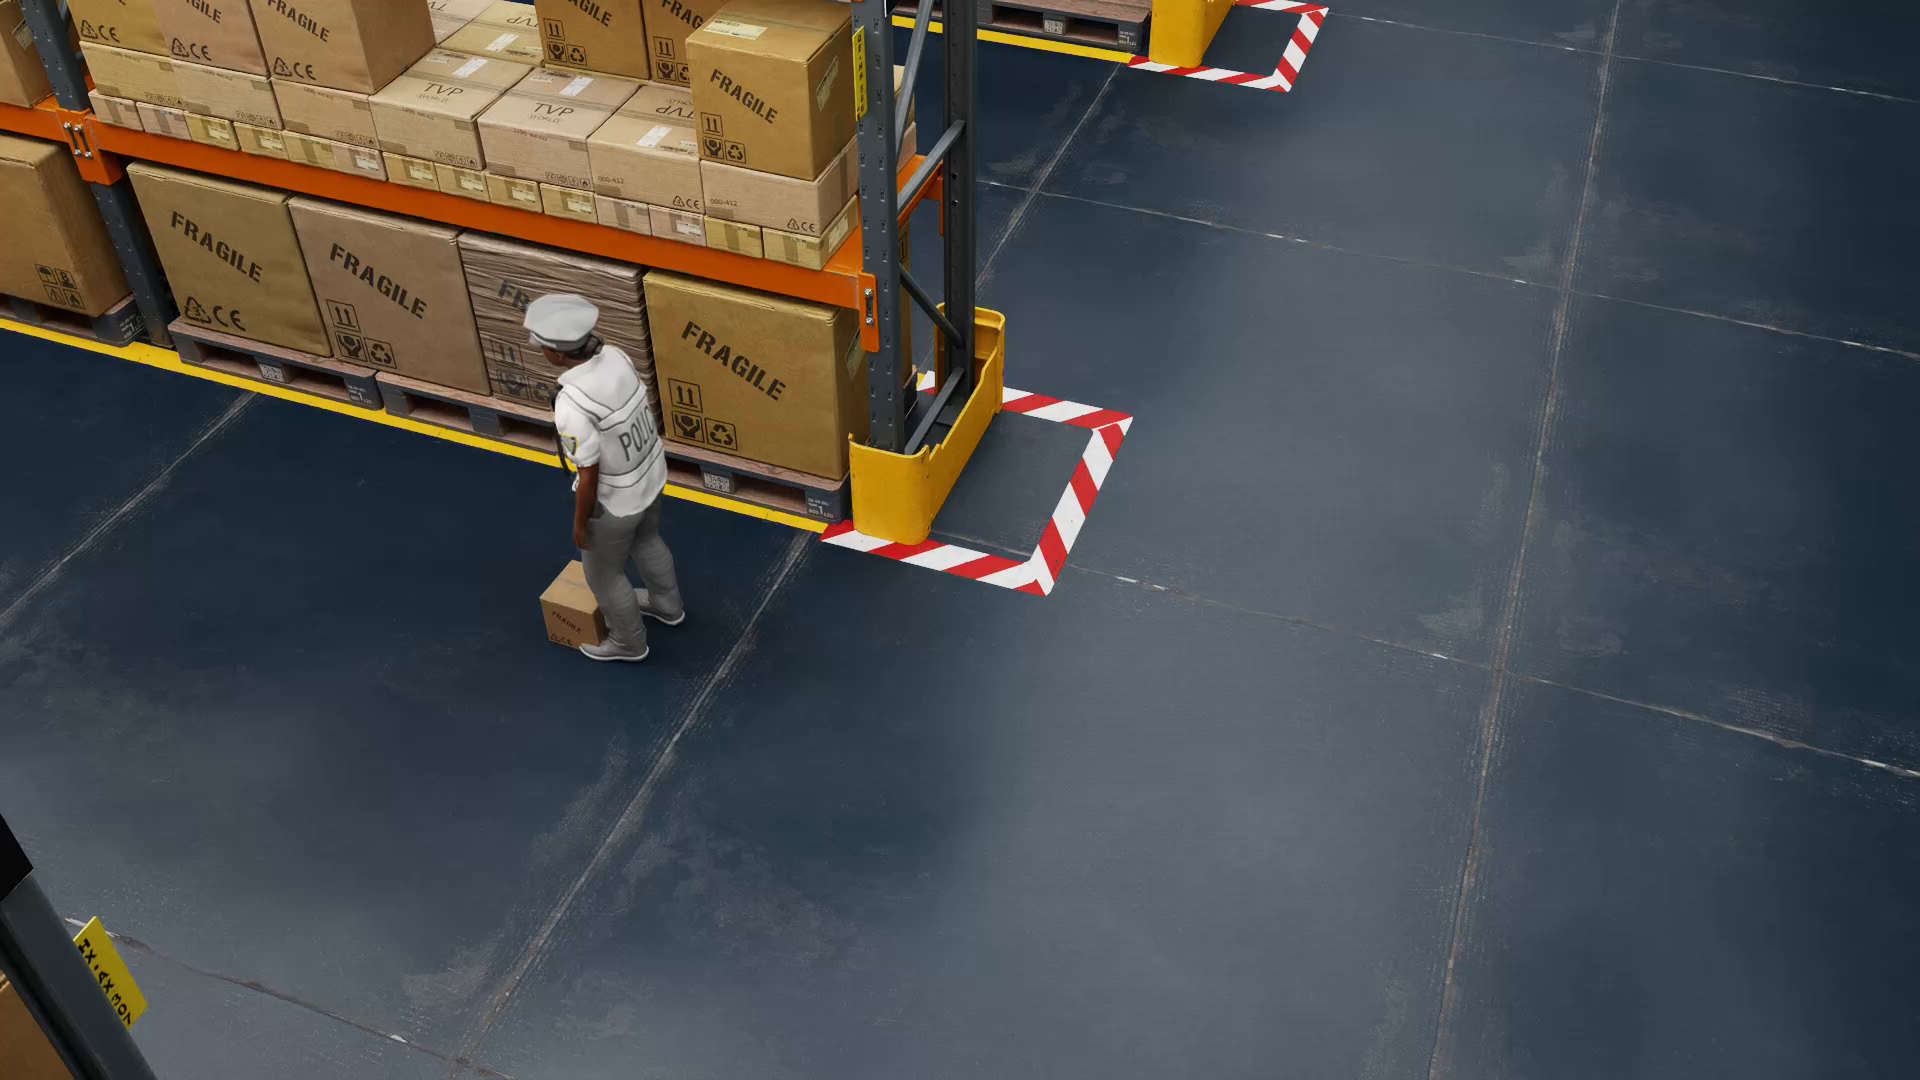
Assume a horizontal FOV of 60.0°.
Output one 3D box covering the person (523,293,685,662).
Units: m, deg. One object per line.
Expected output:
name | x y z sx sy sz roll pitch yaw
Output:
person | -1.340 -0.200 6.384 0.417 1.658 0.519 13 43 14
